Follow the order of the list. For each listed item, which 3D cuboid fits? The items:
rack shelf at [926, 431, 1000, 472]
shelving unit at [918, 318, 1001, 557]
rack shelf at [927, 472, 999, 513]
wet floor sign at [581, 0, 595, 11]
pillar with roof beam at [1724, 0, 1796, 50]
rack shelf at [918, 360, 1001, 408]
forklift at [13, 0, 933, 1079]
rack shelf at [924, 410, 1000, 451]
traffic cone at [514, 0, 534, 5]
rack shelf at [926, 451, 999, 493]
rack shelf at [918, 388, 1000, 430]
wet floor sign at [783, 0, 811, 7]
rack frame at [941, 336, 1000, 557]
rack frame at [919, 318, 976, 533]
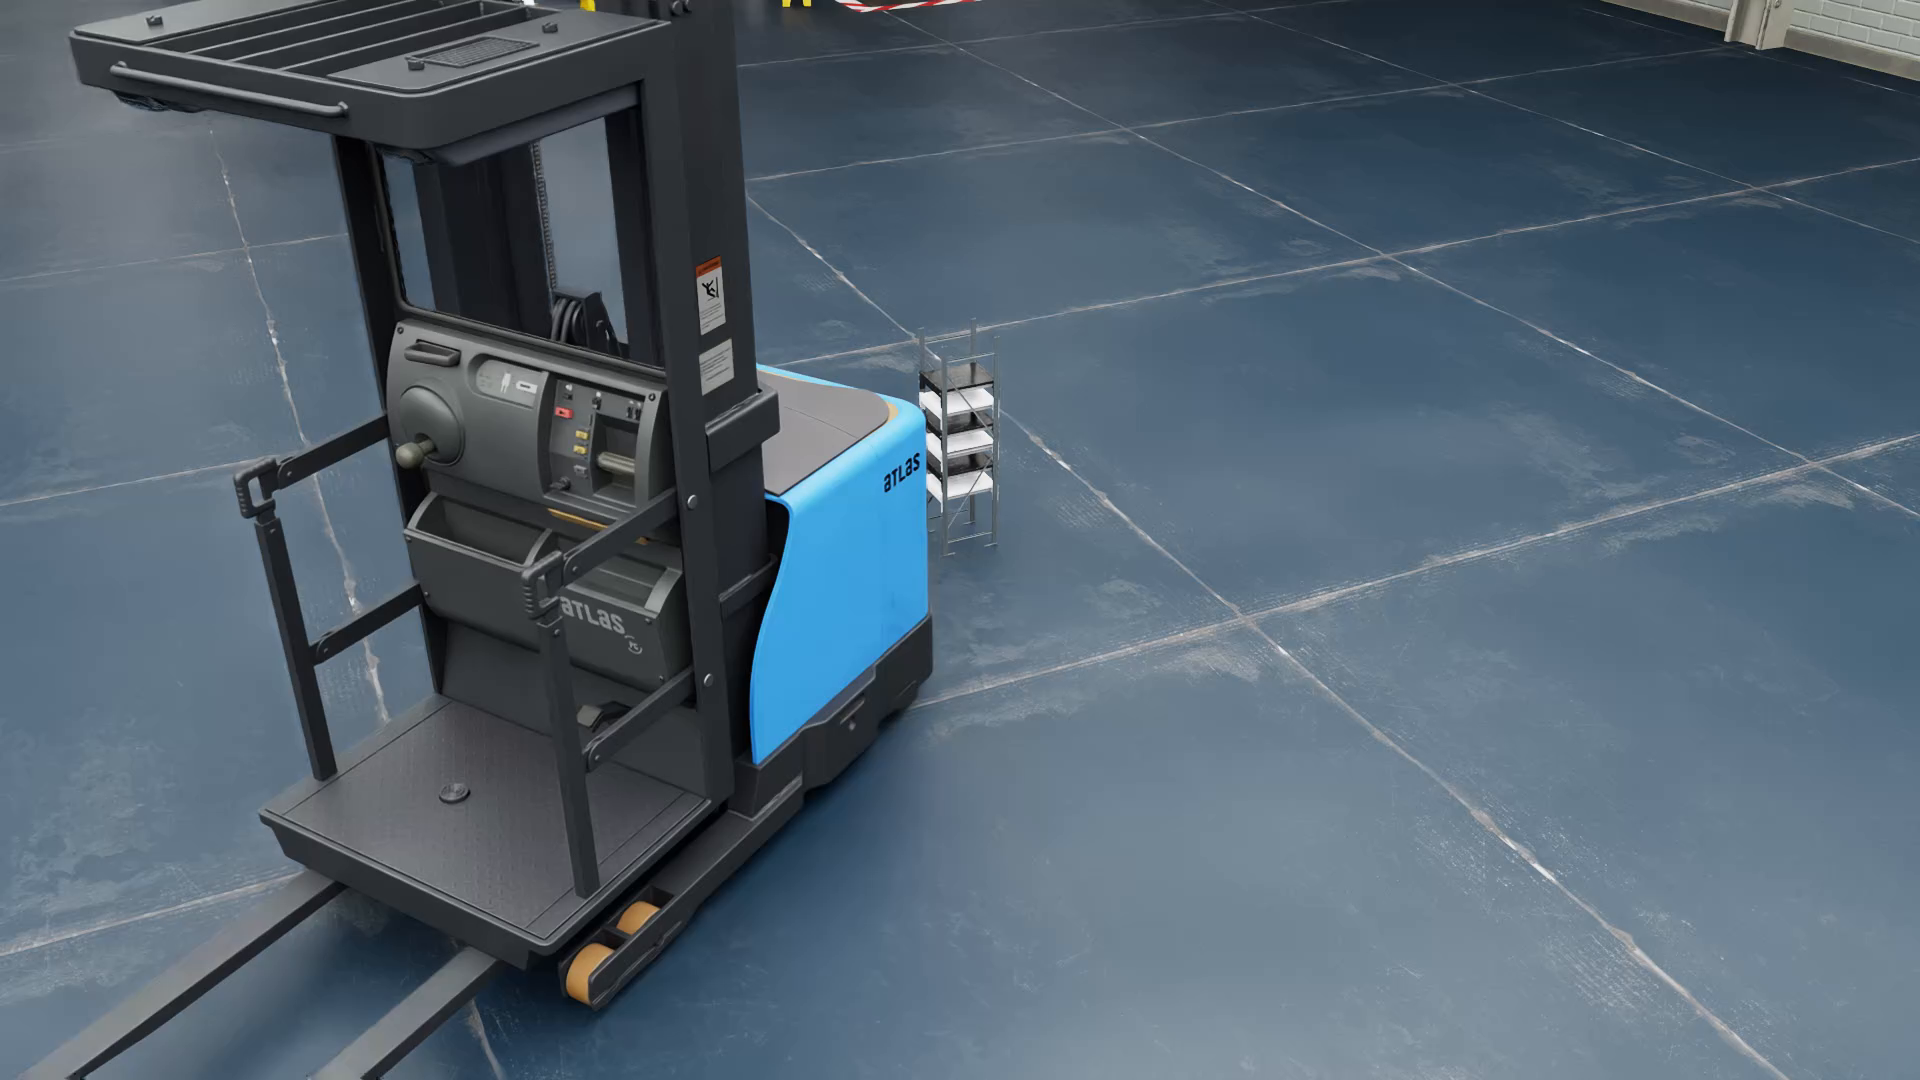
[{"bbox_3d":[-0.003,-0.367,6.553,0.258,0.077,0.200,-13,32,-22],"label":"rack shelf"},{"bbox_3d":[-0.003,-0.396,6.536,0.258,0.900,0.210,-13,32,-22],"label":"shelving unit"},{"bbox_3d":[-0.003,-0.210,6.641,0.258,0.077,0.200,-13,32,-22],"label":"rack shelf"},{"bbox_3d":[-3.299,-5.025,15.051,0.267,0.644,0.232,-19,35,-30],"label":"wet floor sign"},{"bbox_3d":[3.012,-7.336,10.632,9.100,9.000,0.400,-13,32,-22],"label":"pillar with roof beam"},{"bbox_3d":[-0.003,-0.603,6.421,0.258,0.077,0.200,-13,32,-22],"label":"rack shelf"},{"bbox_3d":[-1.271,-0.275,4.243,1.130,2.935,3.031,16,33,26],"label":"forklift"},{"bbox_3d":[-0.003,-0.446,6.509,0.258,0.077,0.200,-13,32,-22],"label":"rack shelf"},{"bbox_3d":[-4.045,-5.075,15.327,0.336,0.463,0.334,-13,32,-22],"label":"traffic cone"},{"bbox_3d":[-0.003,-0.289,6.597,0.258,0.077,0.200,-13,32,-22],"label":"rack shelf"},{"bbox_3d":[-0.003,-0.524,6.465,0.258,0.077,0.200,-13,32,-22],"label":"rack shelf"},{"bbox_3d":[-1.557,-5.397,15.715,0.267,0.644,0.232,-3,29,-5],"label":"wet floor sign"},{"bbox_3d":[0.040,-0.351,6.456,0.240,0.900,0.006,-13,32,-22],"label":"rack frame"},{"bbox_3d":[-0.047,-0.441,6.616,0.240,0.900,0.006,-13,32,-22],"label":"rack frame"}]
